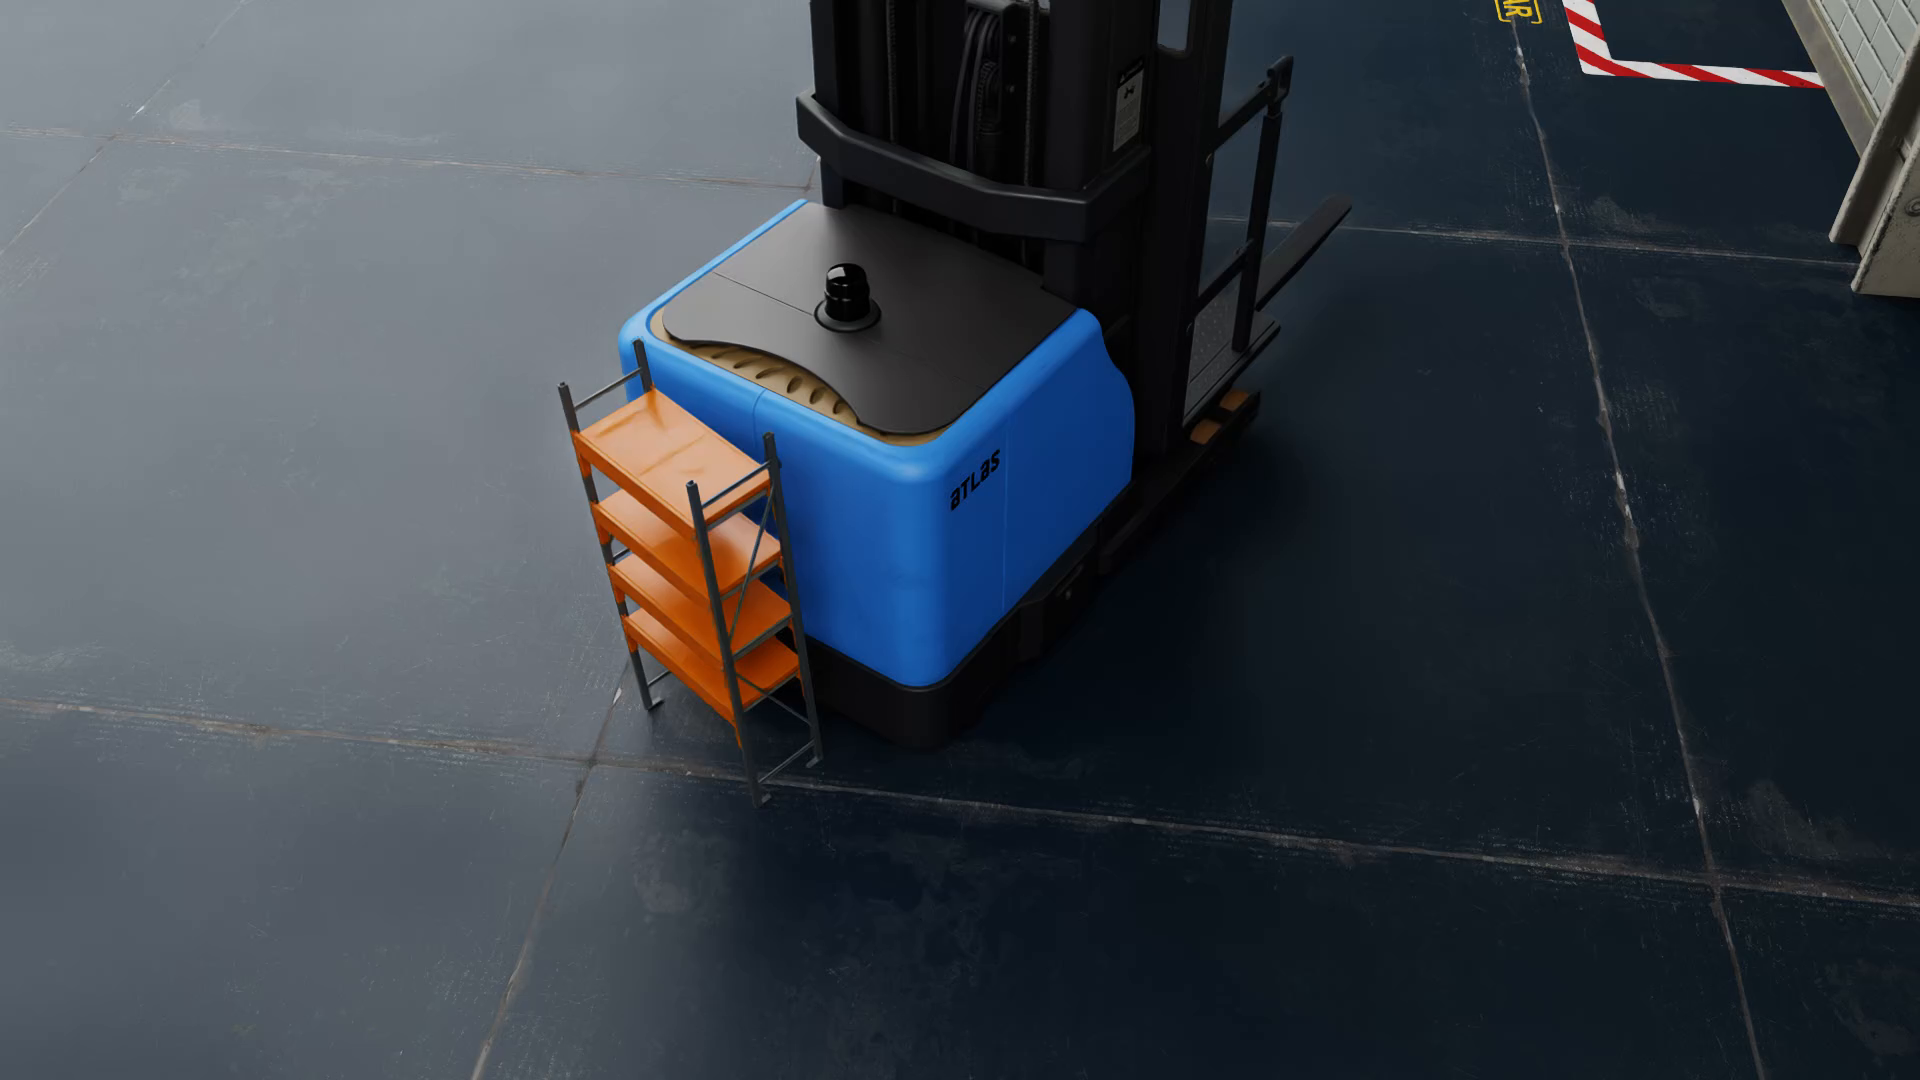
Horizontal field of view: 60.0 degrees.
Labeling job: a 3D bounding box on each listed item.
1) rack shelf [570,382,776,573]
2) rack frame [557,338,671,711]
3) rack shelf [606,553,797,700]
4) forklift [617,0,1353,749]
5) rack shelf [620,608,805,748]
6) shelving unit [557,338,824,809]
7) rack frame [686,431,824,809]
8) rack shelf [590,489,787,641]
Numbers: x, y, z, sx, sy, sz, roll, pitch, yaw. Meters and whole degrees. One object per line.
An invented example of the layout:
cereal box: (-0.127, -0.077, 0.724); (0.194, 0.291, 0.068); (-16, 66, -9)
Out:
rack shelf: (-0.674, -0.156, 3.962); (0.258, 0.148, 0.480); (-36, 54, -28)
rack frame: (-0.831, 0.001, 4.368); (0.240, 1.200, 0.015); (-36, 54, -28)
rack shelf: (-0.657, 0.167, 4.289); (0.258, 0.148, 0.480); (-36, 54, -28)
forklift: (0.351, -1.472, 4.672); (1.130, 2.935, 3.031); (26, 49, 24)
rack shelf: (-0.650, 0.307, 4.430); (0.258, 0.148, 0.480); (-36, 54, -28)
shelving unit: (-0.660, 0.120, 4.241); (0.258, 1.200, 0.503); (-36, 54, -28)
rack frame: (-0.489, 0.240, 4.115); (0.240, 1.200, 0.015); (-36, 54, -28)
rack shelf: (-0.665, 0.010, 4.130); (0.258, 0.148, 0.480); (-36, 54, -28)
